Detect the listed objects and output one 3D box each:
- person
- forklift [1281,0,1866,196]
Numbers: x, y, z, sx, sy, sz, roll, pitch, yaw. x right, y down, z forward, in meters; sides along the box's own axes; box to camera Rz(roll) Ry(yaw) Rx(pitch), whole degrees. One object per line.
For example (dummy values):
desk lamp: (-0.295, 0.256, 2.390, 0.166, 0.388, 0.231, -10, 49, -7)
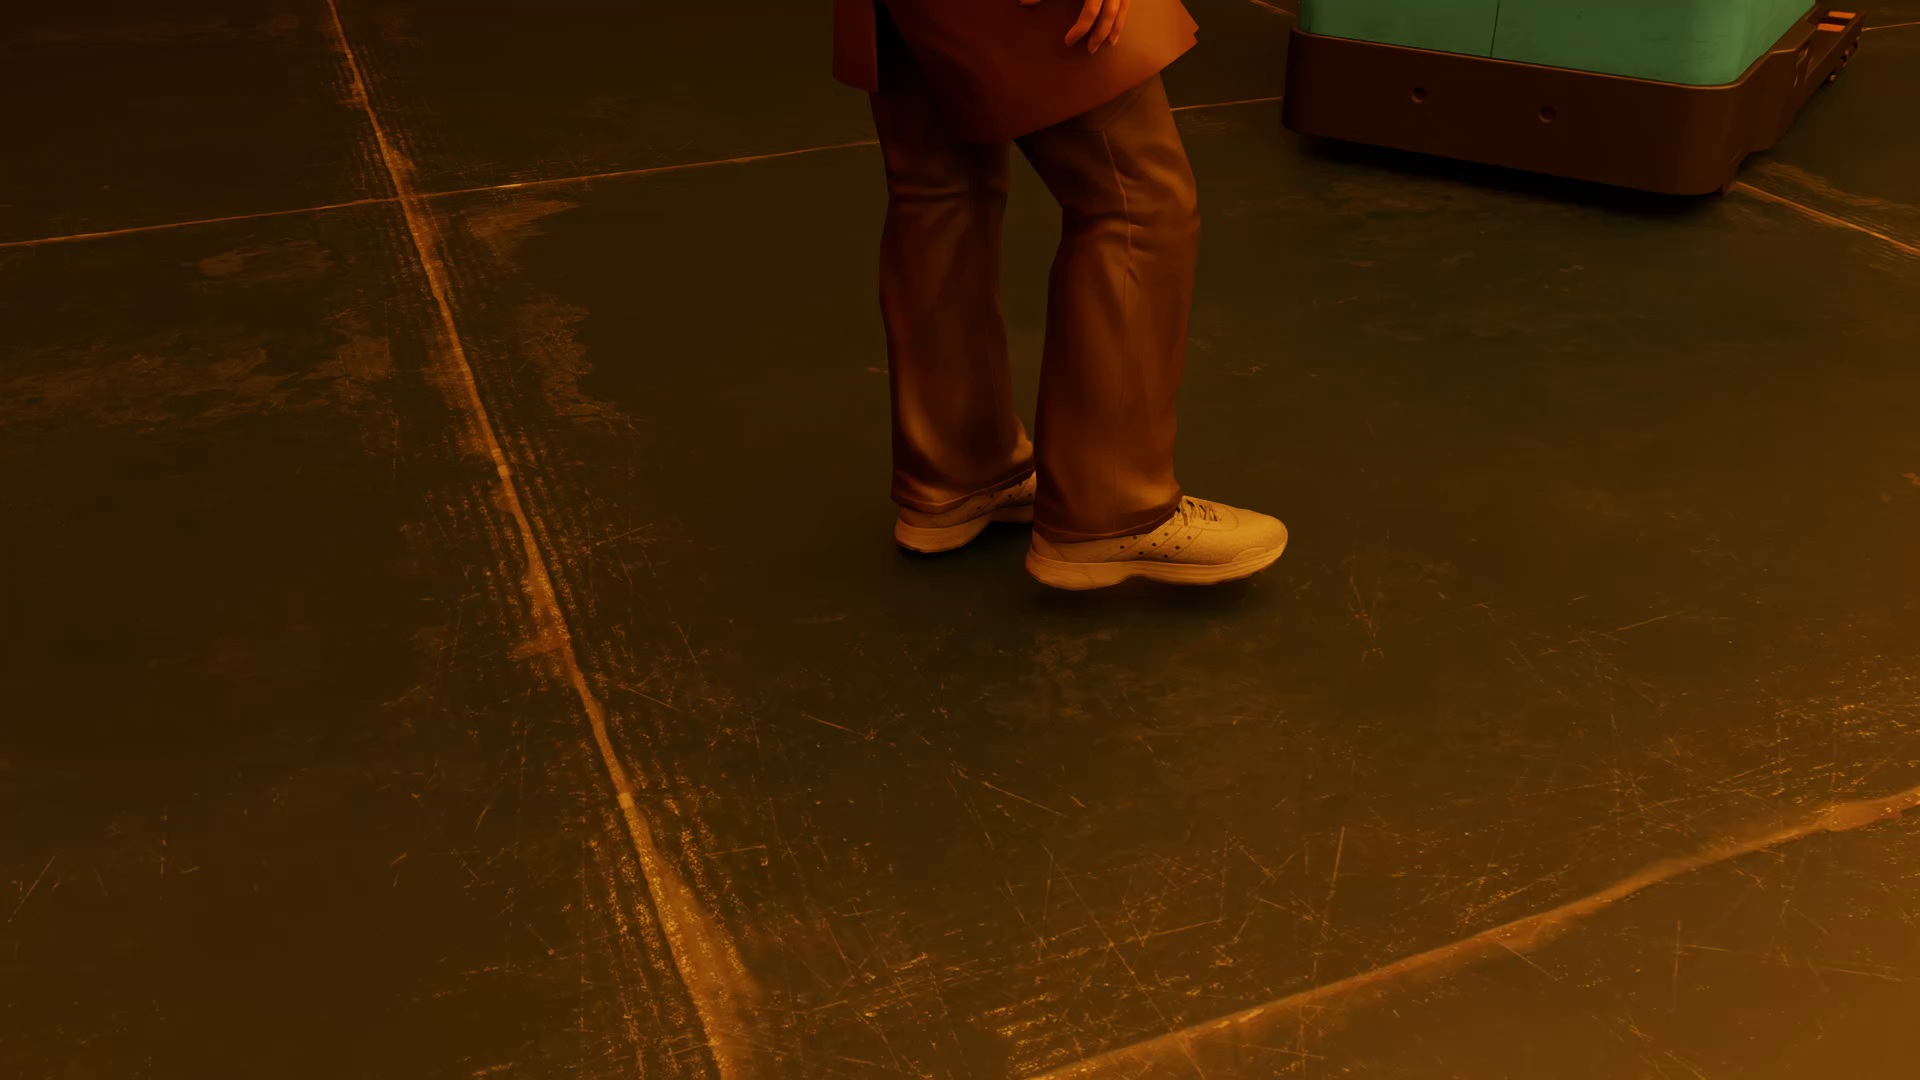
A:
person: (0.087, -0.795, 2.083, 0.580, 1.778, 0.698, -11, 32, -19)
forklift: (2.047, -2.723, 4.319, 1.130, 2.935, 3.031, 18, 34, 29)
